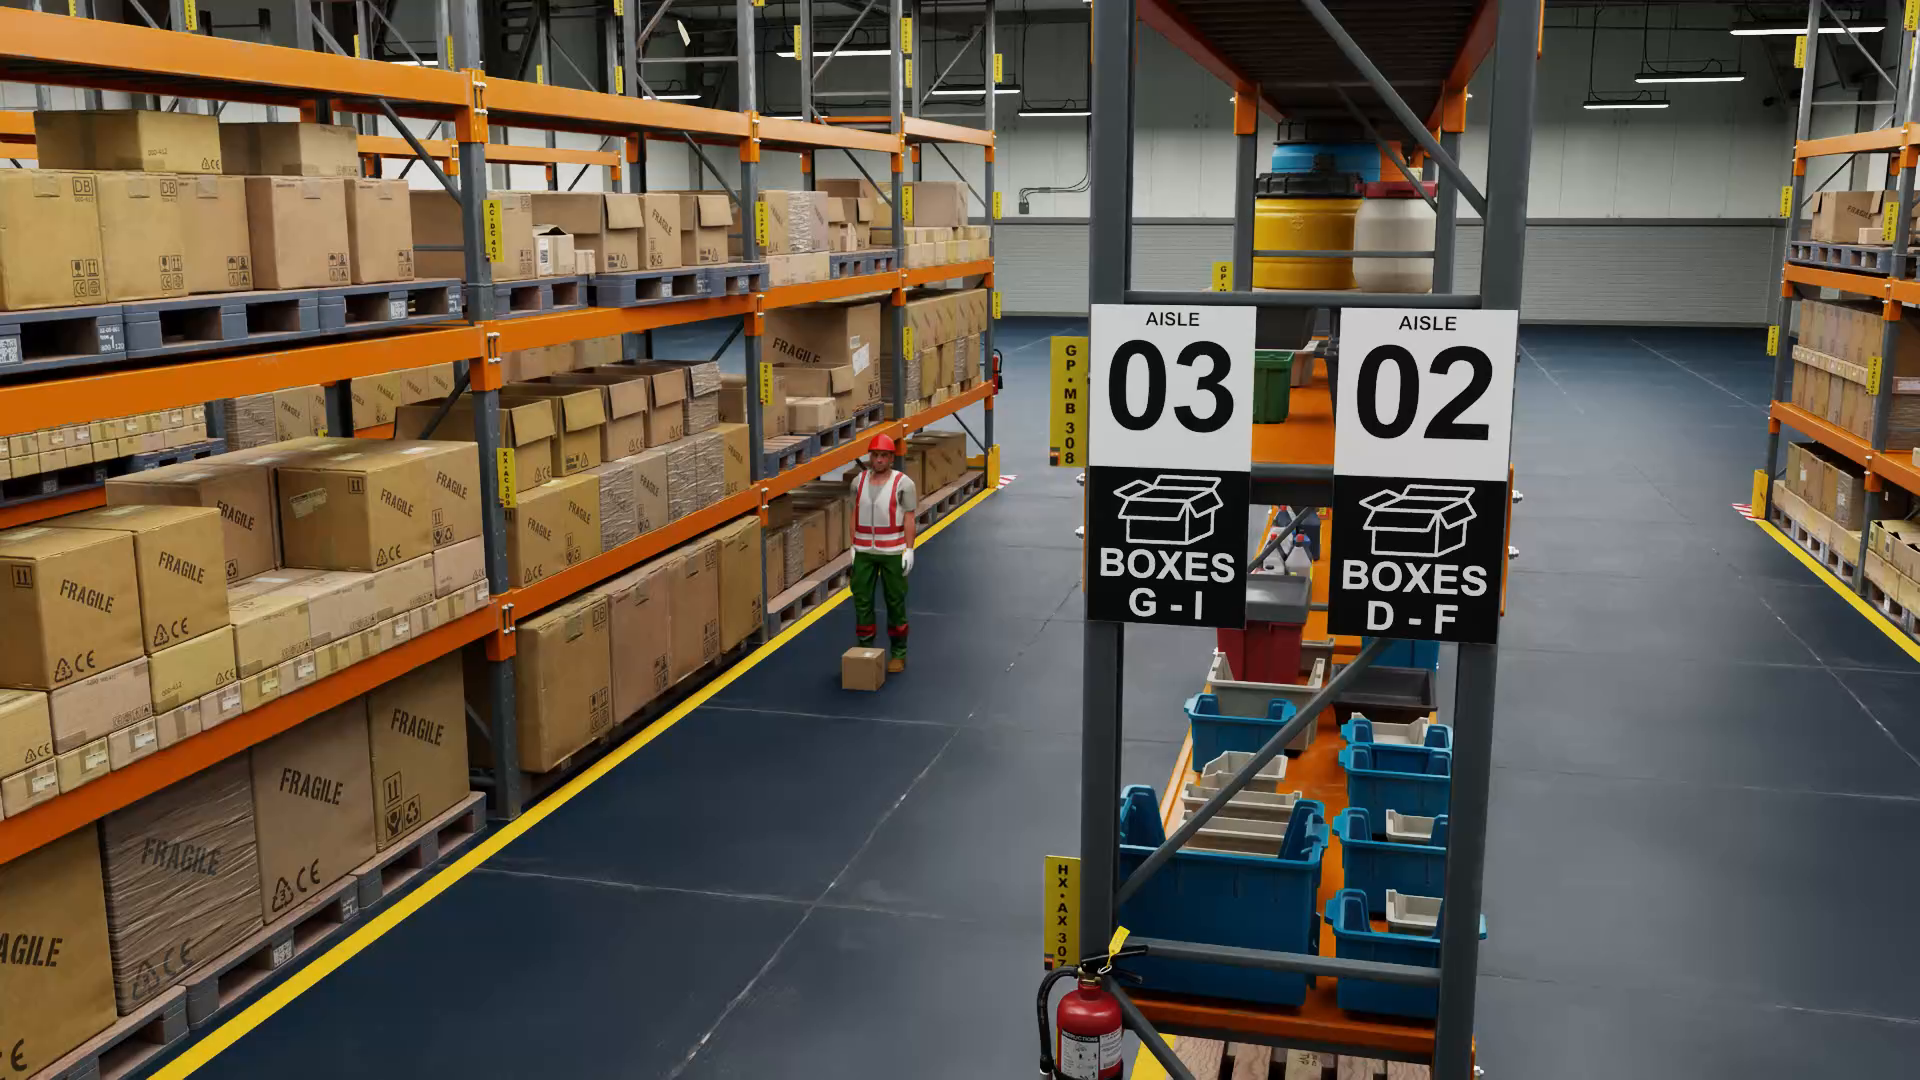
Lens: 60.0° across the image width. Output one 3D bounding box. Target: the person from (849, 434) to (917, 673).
[{"bbox_3d":[-0.591,0.100,12.397,0.522,1.790,0.356,3,12,15],"label":"person"}]
